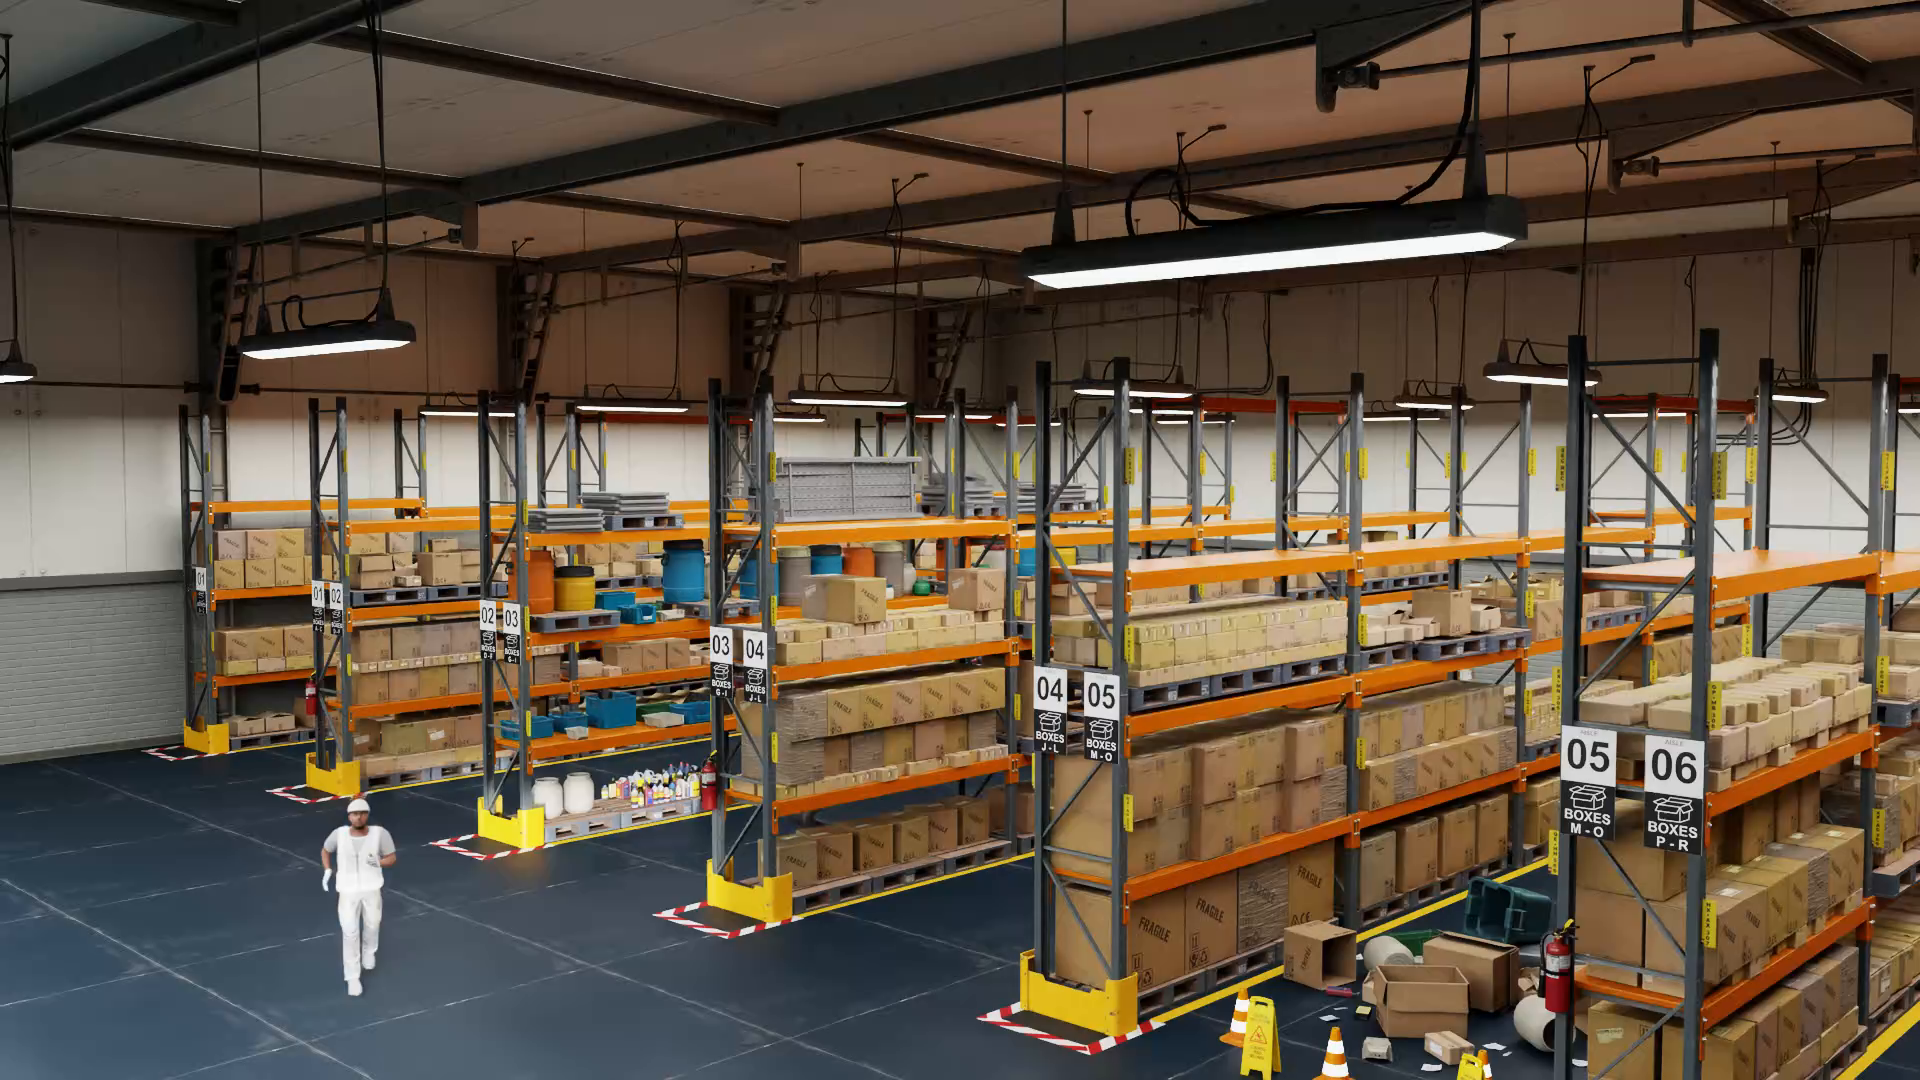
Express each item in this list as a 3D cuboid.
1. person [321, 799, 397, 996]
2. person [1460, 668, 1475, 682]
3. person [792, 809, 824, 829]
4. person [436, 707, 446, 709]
[{"bbox_3d":[-5.809,3.391,16.103,0.680,1.777,0.988,-1,3,-22],"label":"person"},{"bbox_3d":[9.409,2.625,31.244,0.712,1.744,0.961,-2,4,-34],"label":"person"},{"bbox_3d":[-1.892,3.229,21.447,0.564,1.609,0.548,2,4,36],"label":"person"},{"bbox_3d":[-8.946,2.869,28.580,0.650,1.572,0.528,-3,4,-44],"label":"person"}]
